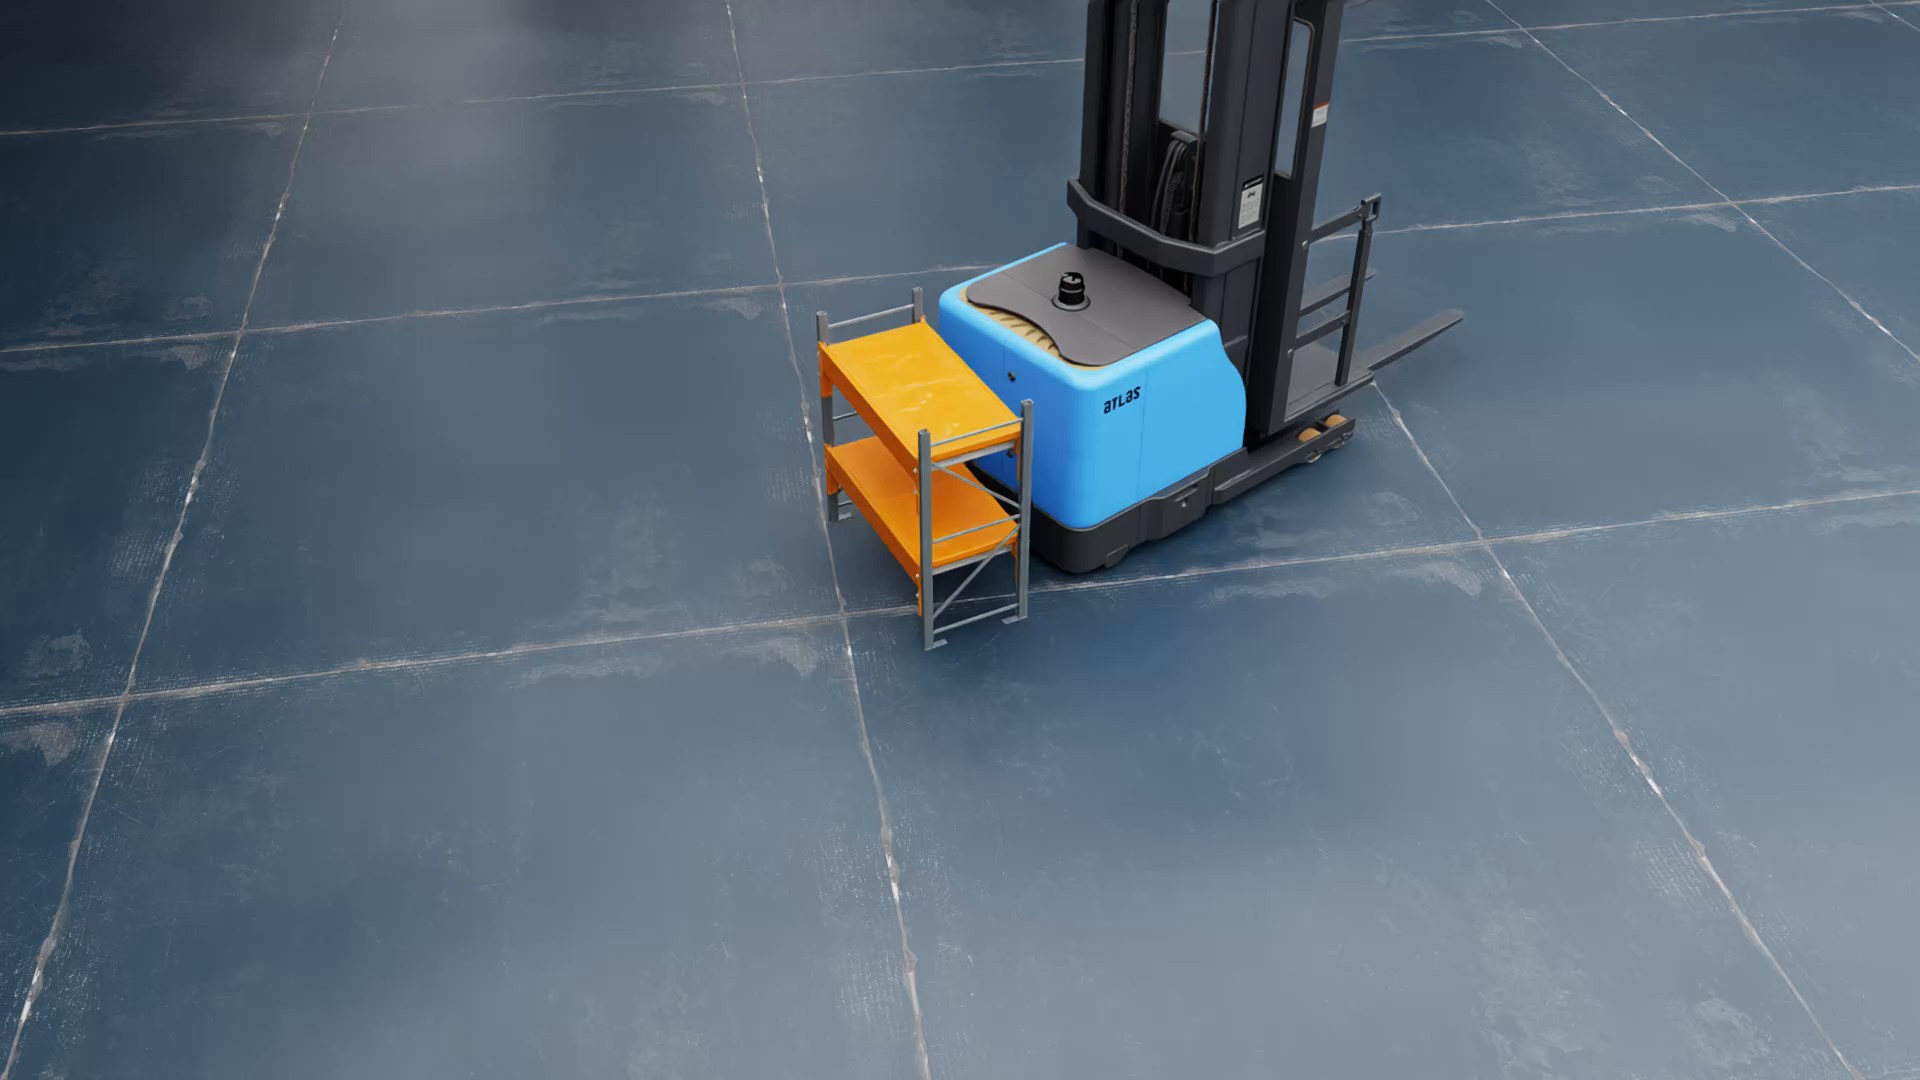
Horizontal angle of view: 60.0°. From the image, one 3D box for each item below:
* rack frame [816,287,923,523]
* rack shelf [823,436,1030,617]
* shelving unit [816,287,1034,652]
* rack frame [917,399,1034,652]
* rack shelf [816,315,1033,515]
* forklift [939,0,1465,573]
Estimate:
[{"bbox_3d":[-0.394,-0.599,7.605,0.500,1.125,0.032,-17,41,-21],"label":"rack frame"},{"bbox_3d":[-0.165,-0.128,7.396,0.538,0.278,1.000,-17,41,-21],"label":"rack shelf"},{"bbox_3d":[-0.165,-0.321,7.246,0.538,1.125,1.048,-17,41,-21],"label":"shelving unit"},{"bbox_3d":[0.064,-0.042,6.888,0.500,1.125,0.032,-17,41,-21],"label":"rack frame"},{"bbox_3d":[-0.165,-0.552,7.067,0.538,0.278,1.000,-17,41,-21],"label":"rack shelf"},{"bbox_3d":[1.346,-1.767,7.635,3.031,2.935,1.130,-27,45,-30],"label":"forklift"}]
